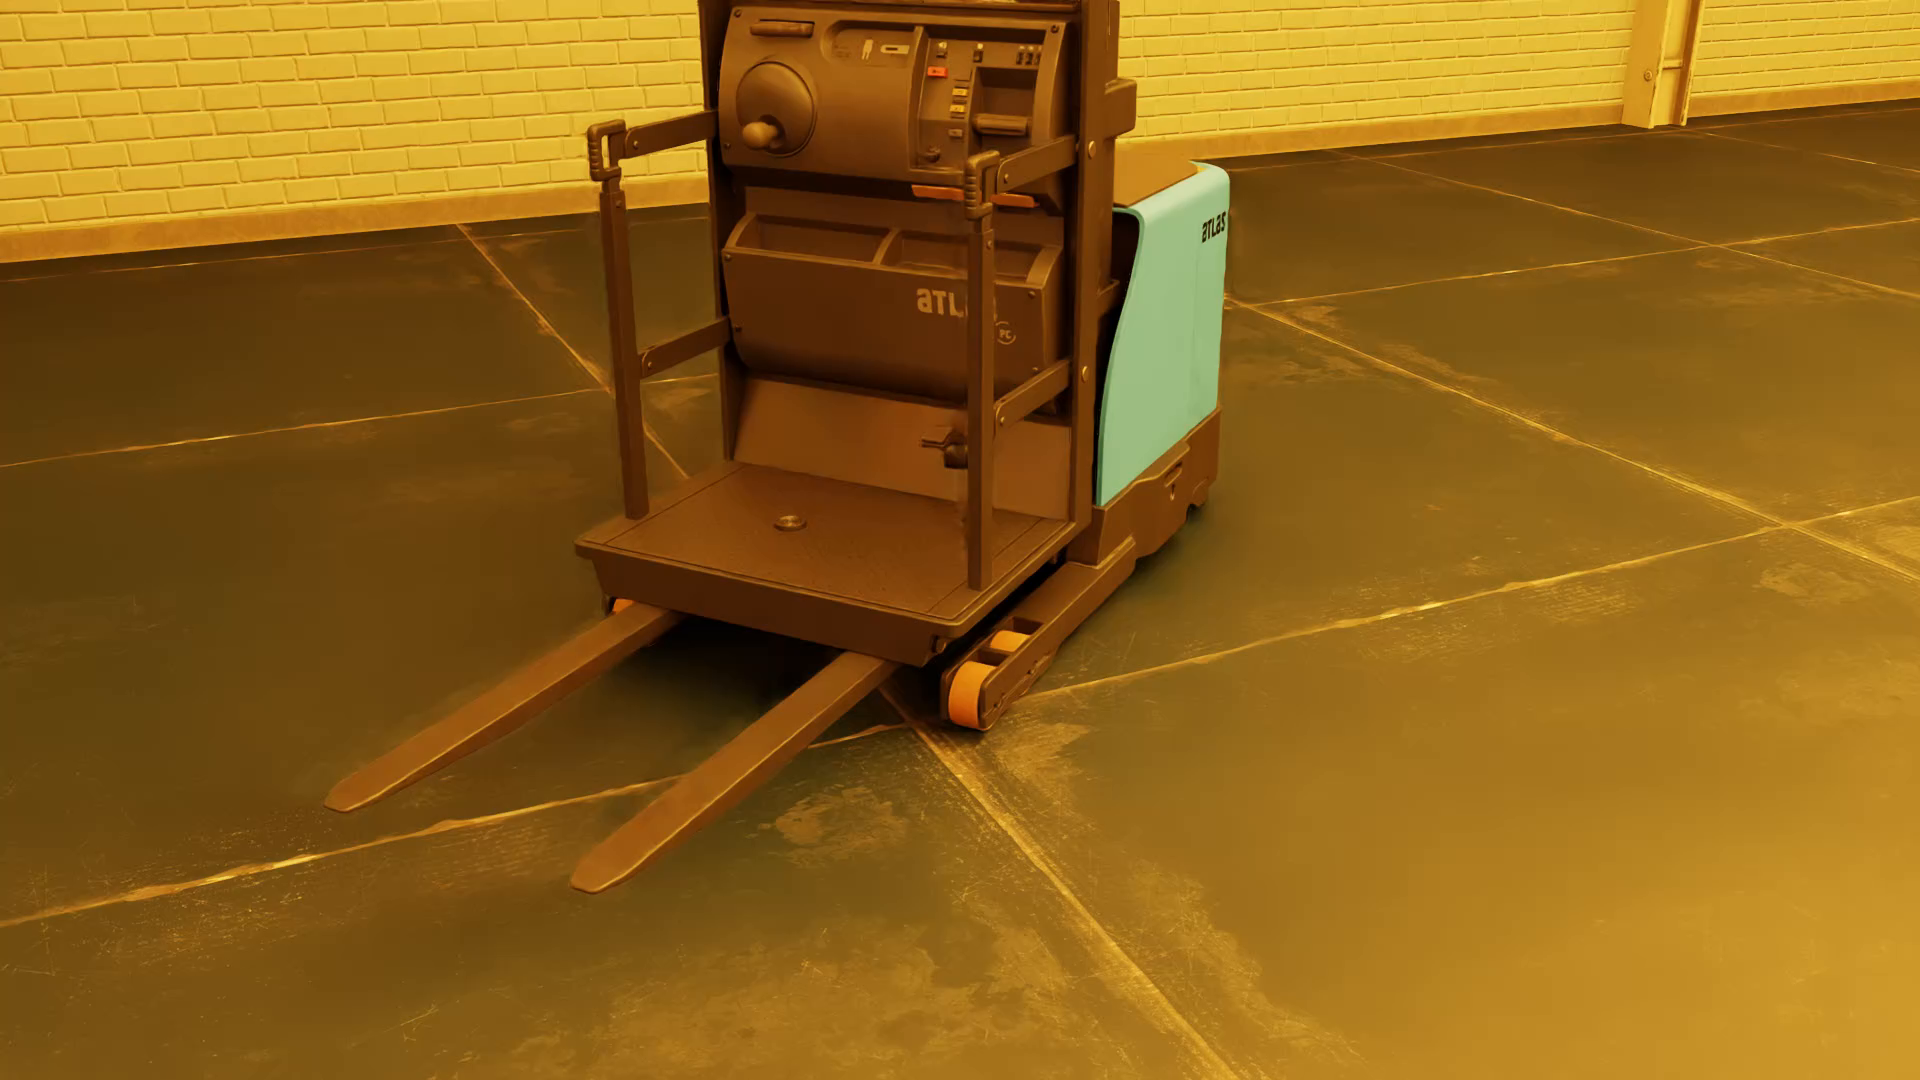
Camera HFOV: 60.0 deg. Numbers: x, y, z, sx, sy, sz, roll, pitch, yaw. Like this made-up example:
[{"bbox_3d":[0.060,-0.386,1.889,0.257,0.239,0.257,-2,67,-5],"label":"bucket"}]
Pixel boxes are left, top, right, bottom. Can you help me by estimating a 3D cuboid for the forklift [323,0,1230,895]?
[{"bbox_3d":[-0.277,-1.088,3.905,1.130,2.935,3.031,11,25,25],"label":"forklift"}]
